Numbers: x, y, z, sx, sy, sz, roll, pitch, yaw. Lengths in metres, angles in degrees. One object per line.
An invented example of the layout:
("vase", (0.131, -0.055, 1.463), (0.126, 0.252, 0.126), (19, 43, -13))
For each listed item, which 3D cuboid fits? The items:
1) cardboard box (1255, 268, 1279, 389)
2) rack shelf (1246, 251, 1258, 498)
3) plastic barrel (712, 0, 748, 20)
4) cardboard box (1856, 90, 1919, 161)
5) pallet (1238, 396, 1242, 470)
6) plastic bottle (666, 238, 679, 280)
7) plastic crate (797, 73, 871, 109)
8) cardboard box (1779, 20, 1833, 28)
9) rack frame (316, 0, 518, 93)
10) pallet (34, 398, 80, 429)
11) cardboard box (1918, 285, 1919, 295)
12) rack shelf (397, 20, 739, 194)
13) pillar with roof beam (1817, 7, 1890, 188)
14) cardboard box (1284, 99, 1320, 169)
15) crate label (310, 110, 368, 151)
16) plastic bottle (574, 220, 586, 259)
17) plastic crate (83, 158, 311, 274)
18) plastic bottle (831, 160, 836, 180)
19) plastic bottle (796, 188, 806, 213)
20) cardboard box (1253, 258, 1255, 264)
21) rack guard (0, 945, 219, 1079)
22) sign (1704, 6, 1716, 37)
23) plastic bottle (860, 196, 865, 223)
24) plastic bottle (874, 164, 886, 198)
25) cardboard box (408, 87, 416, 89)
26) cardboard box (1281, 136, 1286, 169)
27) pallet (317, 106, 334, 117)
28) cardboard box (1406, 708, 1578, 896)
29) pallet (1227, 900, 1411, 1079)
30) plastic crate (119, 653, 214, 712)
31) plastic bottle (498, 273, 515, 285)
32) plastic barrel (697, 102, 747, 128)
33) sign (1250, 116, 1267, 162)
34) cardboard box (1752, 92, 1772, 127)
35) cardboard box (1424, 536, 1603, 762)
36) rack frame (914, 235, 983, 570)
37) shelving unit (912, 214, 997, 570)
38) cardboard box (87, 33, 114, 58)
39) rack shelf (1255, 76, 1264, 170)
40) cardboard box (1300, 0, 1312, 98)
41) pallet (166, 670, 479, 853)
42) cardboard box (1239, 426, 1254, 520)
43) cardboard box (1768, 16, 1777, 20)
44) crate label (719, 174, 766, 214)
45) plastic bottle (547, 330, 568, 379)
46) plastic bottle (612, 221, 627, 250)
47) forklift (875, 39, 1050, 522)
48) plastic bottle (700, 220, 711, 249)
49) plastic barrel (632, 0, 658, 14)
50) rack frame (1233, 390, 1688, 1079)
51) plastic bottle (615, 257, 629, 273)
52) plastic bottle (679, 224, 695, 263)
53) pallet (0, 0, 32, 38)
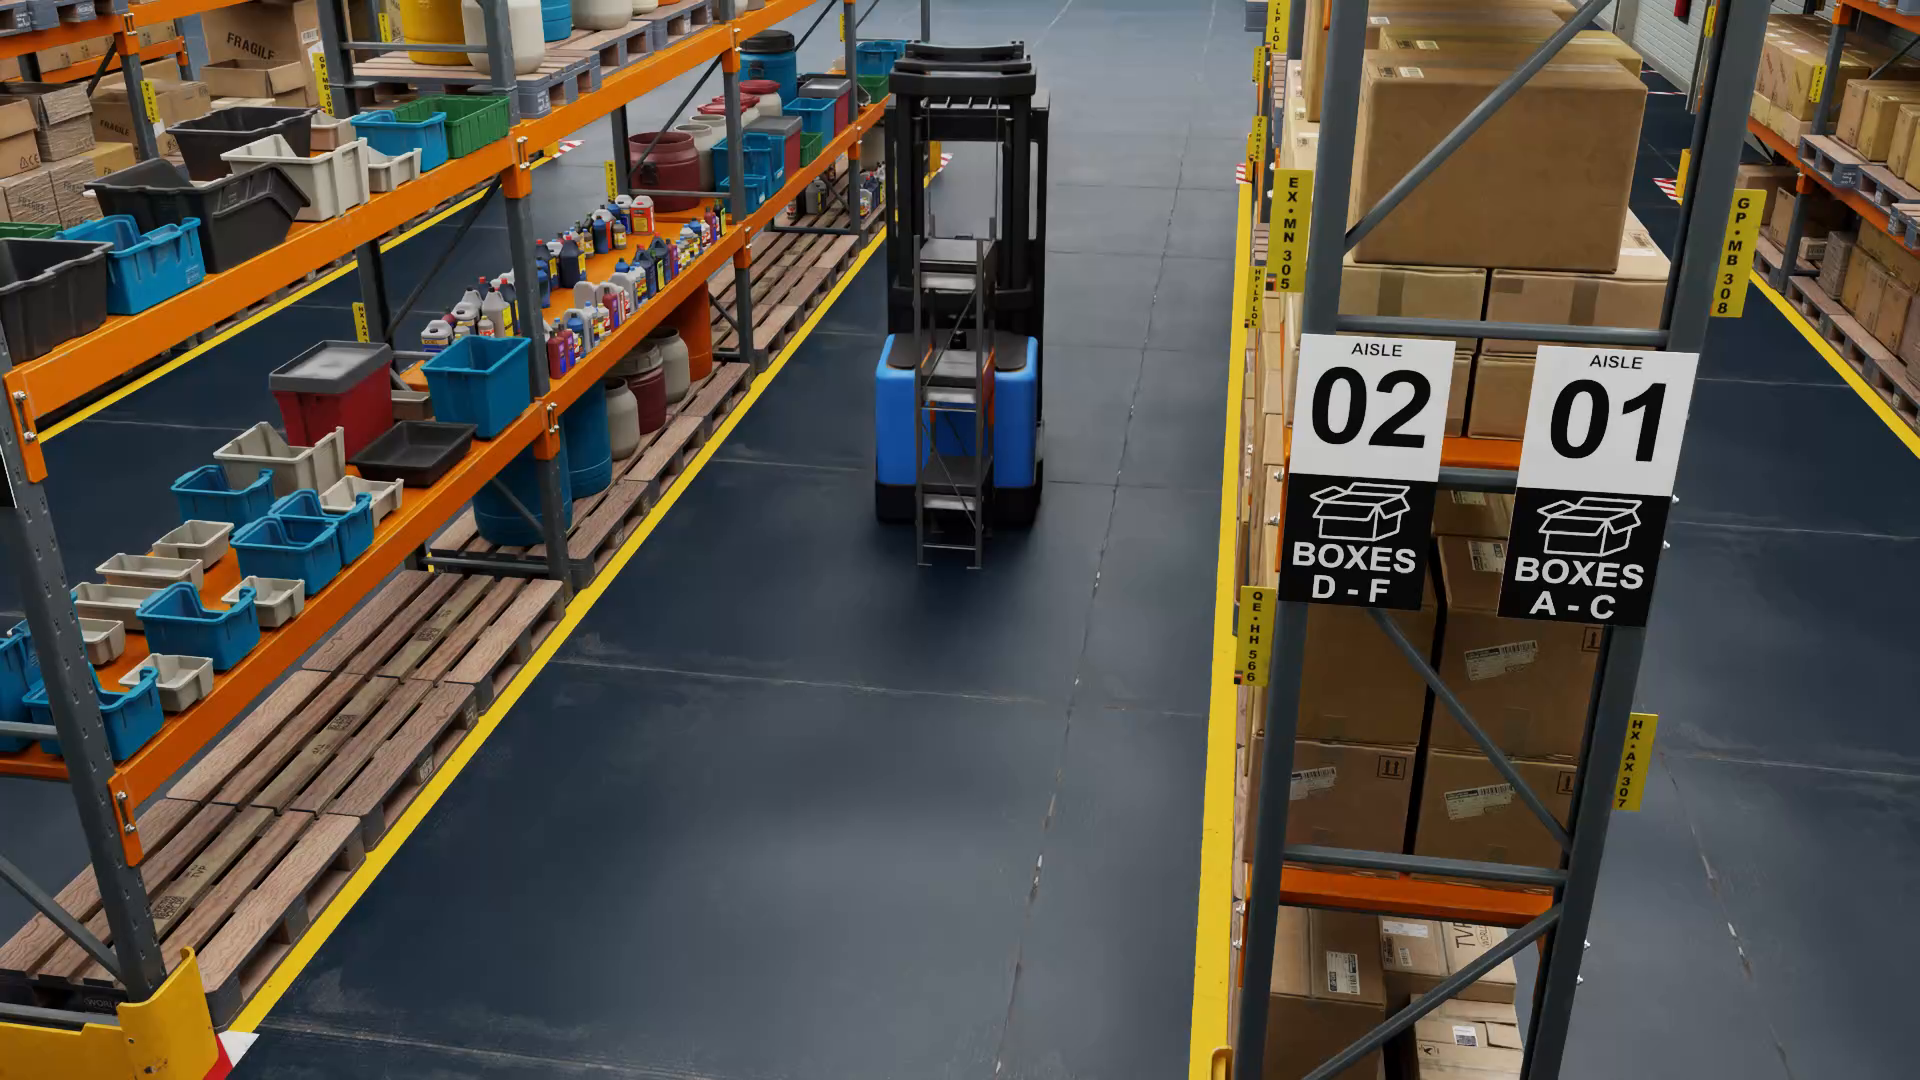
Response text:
("cardboard box", (1.705, -0.995, 8.040), (0.500, 0.500, 0.500), (5, 25, 10))
("rack shelf", (2.387, -1.185, 10.592), (1.077, 0.370, 4.000), (4, 25, 9))
("plastic barrel", (-1.819, -4.210, 12.536), (0.421, 0.512, 0.421), (0, 25, 0))
("cardboard box", (8.040, -3.480, 14.009), (0.700, 0.500, 0.500), (7, 26, 14))
("pallet", (2.554, -0.775, 12.156), (1.003, 0.211, 1.213), (4, 25, 9))
("plastic bottle", (-2.005, -1.963, 11.542), (0.061, 0.283, 0.133), (4, 25, 9))
("plastic crate", (-1.308, -4.547, 16.999), (0.767, 0.338, 0.504), (4, 25, 9))
("cardboard box", (8.949, -5.211, 17.613), (0.500, 0.500, 0.500), (4, 25, 9))
("rack frame", (-2.826, -3.736, 8.117), (1.000, 3.000, 0.127), (4, 25, 9))
("pallet", (-7.464, -0.939, 12.507), (1.003, 0.211, 1.213), (4, 25, 9))
("cardboard box", (7.823, -1.951, 12.926), (0.500, 0.250, 0.500), (4, 25, 10))
("rack shelf", (-2.499, -2.888, 10.693), (1.077, 0.370, 4.000), (4, 25, 9))
("pillar with roof beam", (5.401, -8.014, 17.257), (9.100, 9.000, 0.400), (4, 25, 9))
("cardboard box", (1.562, -1.588, 6.653), (0.500, 0.250, 0.500), (4, 25, 9))
("crate label", (-3.191, -2.074, 8.415), (0.293, 0.136, 0.466), (4, 25, 9))
("plastic bottle", (-2.742, -2.138, 11.917), (0.061, 0.283, 0.133), (4, 25, 9))
("plastic crate", (-2.959, -1.297, 6.517), (0.504, 0.338, 0.767), (4, 25, 9))
("plastic bottle", (-1.469, -4.265, 19.023), (0.097, 0.271, 0.097), (0, 25, 0))
("plastic bottle", (-1.698, -3.654, 17.624), (0.144, 0.351, 0.185), (3, 25, 7))
("cardboard box", (2.720, -2.211, 14.022), (0.500, 0.311, 0.500), (4, 25, 8))
("rack guard", (-3.471, 1.797, 6.322), (1.175, 0.500, 0.348), (4, 25, 9))
("sign", (8.373, -5.781, 18.542), (0.100, 0.325, 0.005), (4, 25, 9))
("plastic bottle", (-1.034, -3.432, 17.242), (0.097, 0.271, 0.097), (0, 25, 0))
("plastic bottle", (-0.877, -3.930, 18.214), (0.144, 0.351, 0.185), (4, 25, 8))
("cardboard box", (-6.020, -4.767, 17.693), (0.380, 0.149, 0.250), (4, 25, 9))
("cardboard box", (1.651, -1.570, 7.205), (0.500, 0.250, 0.500), (4, 25, 9))
("pallet", (-6.674, -4.312, 16.650), (1.003, 0.211, 1.213), (4, 25, 9))
("cardboard box", (1.739, 0.786, 5.415), (0.500, 0.500, 0.500), (5, 25, 10))
("pallet", (1.548, 1.896, 6.450), (1.003, 0.211, 1.213), (4, 25, 9))
("plastic crate", (-2.981, 0.537, 6.305), (0.250, 0.136, 0.298), (4, 25, 9))
("plastic bottle", (-2.917, -1.570, 10.713), (0.152, 0.276, 0.135), (4, 25, 9))
("plastic barrel", (-2.082, -3.554, 14.644), (0.433, 0.535, 0.433), (0, 25, 0))
("sign", (2.166, -2.909, 12.061), (0.100, 0.325, 0.005), (4, 25, 9))
("cardboard box", (8.190, -4.258, 16.462), (0.500, 0.250, 0.500), (4, 25, 8))
("cardboard box", (1.739, 0.333, 5.203), (0.500, 0.500, 0.500), (5, 26, 10))
("rack frame", (-0.067, -0.780, 9.939), (0.400, 2.100, 0.015), (4, 25, 9))
("shelving unit", (-0.027, -0.882, 10.157), (0.431, 2.100, 0.503), (4, 25, 9))
("cardboard box", (-10.928, -6.220, 20.323), (0.875, 0.550, 0.550), (4, 25, 9))
("rack shelf", (3.694, -4.531, 17.740), (1.077, 0.370, 4.000), (4, 25, 9))
("cardboard box", (1.797, -2.126, 6.918), (0.700, 0.500, 0.500), (4, 25, 9))
("pallet", (-3.105, 1.066, 8.224), (1.003, 0.211, 1.213), (4, 25, 9))
("cardboard box", (2.029, -0.384, 10.461), (0.500, 0.500, 0.500), (4, 25, 9))
("cardboard box", (8.534, -5.454, 18.132), (0.500, 0.500, 0.500), (4, 25, 9))
("crate label", (-1.734, -2.767, 13.320), (0.303, 0.233, 0.416), (4, 25, 9))
("plastic bottle", (-2.345, -1.090, 9.679), (0.061, 0.283, 0.133), (4, 25, 9))
("plastic bottle", (-2.512, -2.249, 12.251), (0.097, 0.201, 0.097), (0, 25, 0))
("forklift", (0.057, -2.033, 11.636), (1.130, 2.935, 3.031), (2, 25, 3))
("plastic bottle", (-1.892, -2.260, 12.274), (0.097, 0.201, 0.097), (0, 25, 0))
("plastic barrel", (-2.203, -3.720, 11.288), (0.301, 0.262, 0.301), (0, 25, 0))
("rack frame", (1.406, 0.998, 5.079), (1.000, 3.000, 0.127), (4, 25, 9))
("plastic bottle", (-2.250, -1.750, 11.103), (0.097, 0.271, 0.097), (0, 25, 0))
("plastic bottle", (-1.956, -2.129, 11.912), (0.097, 0.271, 0.097), (0, 25, 0))
("pallet", (-7.292, -3.567, 11.518), (1.003, 0.211, 1.213), (5, 26, 11))
